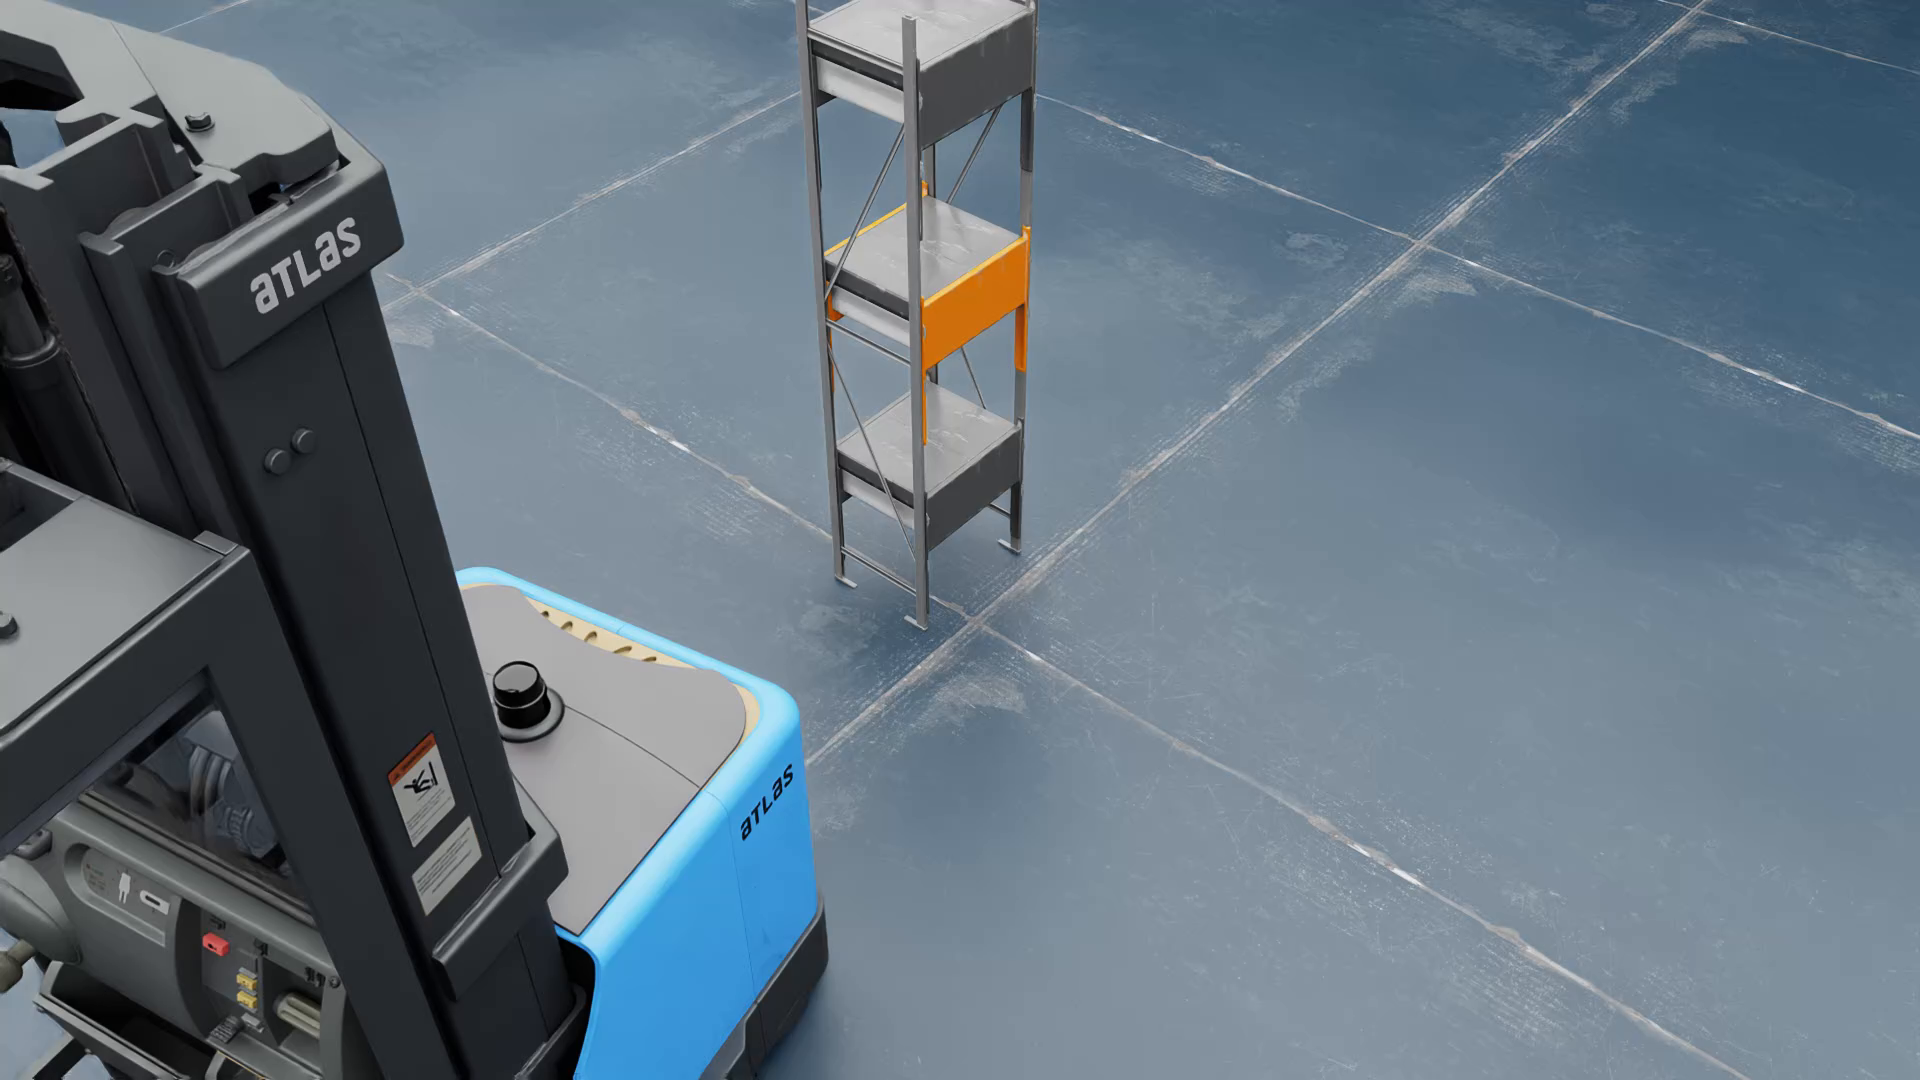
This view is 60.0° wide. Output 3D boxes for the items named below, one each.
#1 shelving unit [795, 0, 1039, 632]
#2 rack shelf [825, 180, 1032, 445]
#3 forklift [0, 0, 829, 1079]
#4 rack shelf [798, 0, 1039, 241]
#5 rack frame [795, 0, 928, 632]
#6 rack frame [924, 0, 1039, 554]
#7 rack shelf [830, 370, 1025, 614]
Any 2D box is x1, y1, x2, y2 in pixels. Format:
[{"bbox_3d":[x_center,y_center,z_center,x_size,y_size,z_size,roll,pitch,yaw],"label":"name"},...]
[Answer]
[{"bbox_3d":[-0.107,-0.692,4.950,0.431,2.100,0.503,29,50,28],"label":"shelving unit"},{"bbox_3d":[-0.107,-0.682,4.959,0.431,0.518,0.480,29,50,28],"label":"rack shelf"},{"bbox_3d":[-1.491,0.780,2.713,1.130,2.935,3.031,20,46,21],"label":"forklift"},{"bbox_3d":[-0.107,-1.199,4.488,0.431,0.518,0.480,29,50,28],"label":"rack shelf"},{"bbox_3d":[-0.264,-0.566,4.812,0.400,2.100,0.015,29,50,28],"label":"rack frame"},{"bbox_3d":[0.050,-0.817,5.088,0.400,2.100,0.015,29,50,28],"label":"rack frame"},{"bbox_3d":[-0.107,-0.164,5.430,0.431,0.518,0.480,29,50,28],"label":"rack shelf"}]
